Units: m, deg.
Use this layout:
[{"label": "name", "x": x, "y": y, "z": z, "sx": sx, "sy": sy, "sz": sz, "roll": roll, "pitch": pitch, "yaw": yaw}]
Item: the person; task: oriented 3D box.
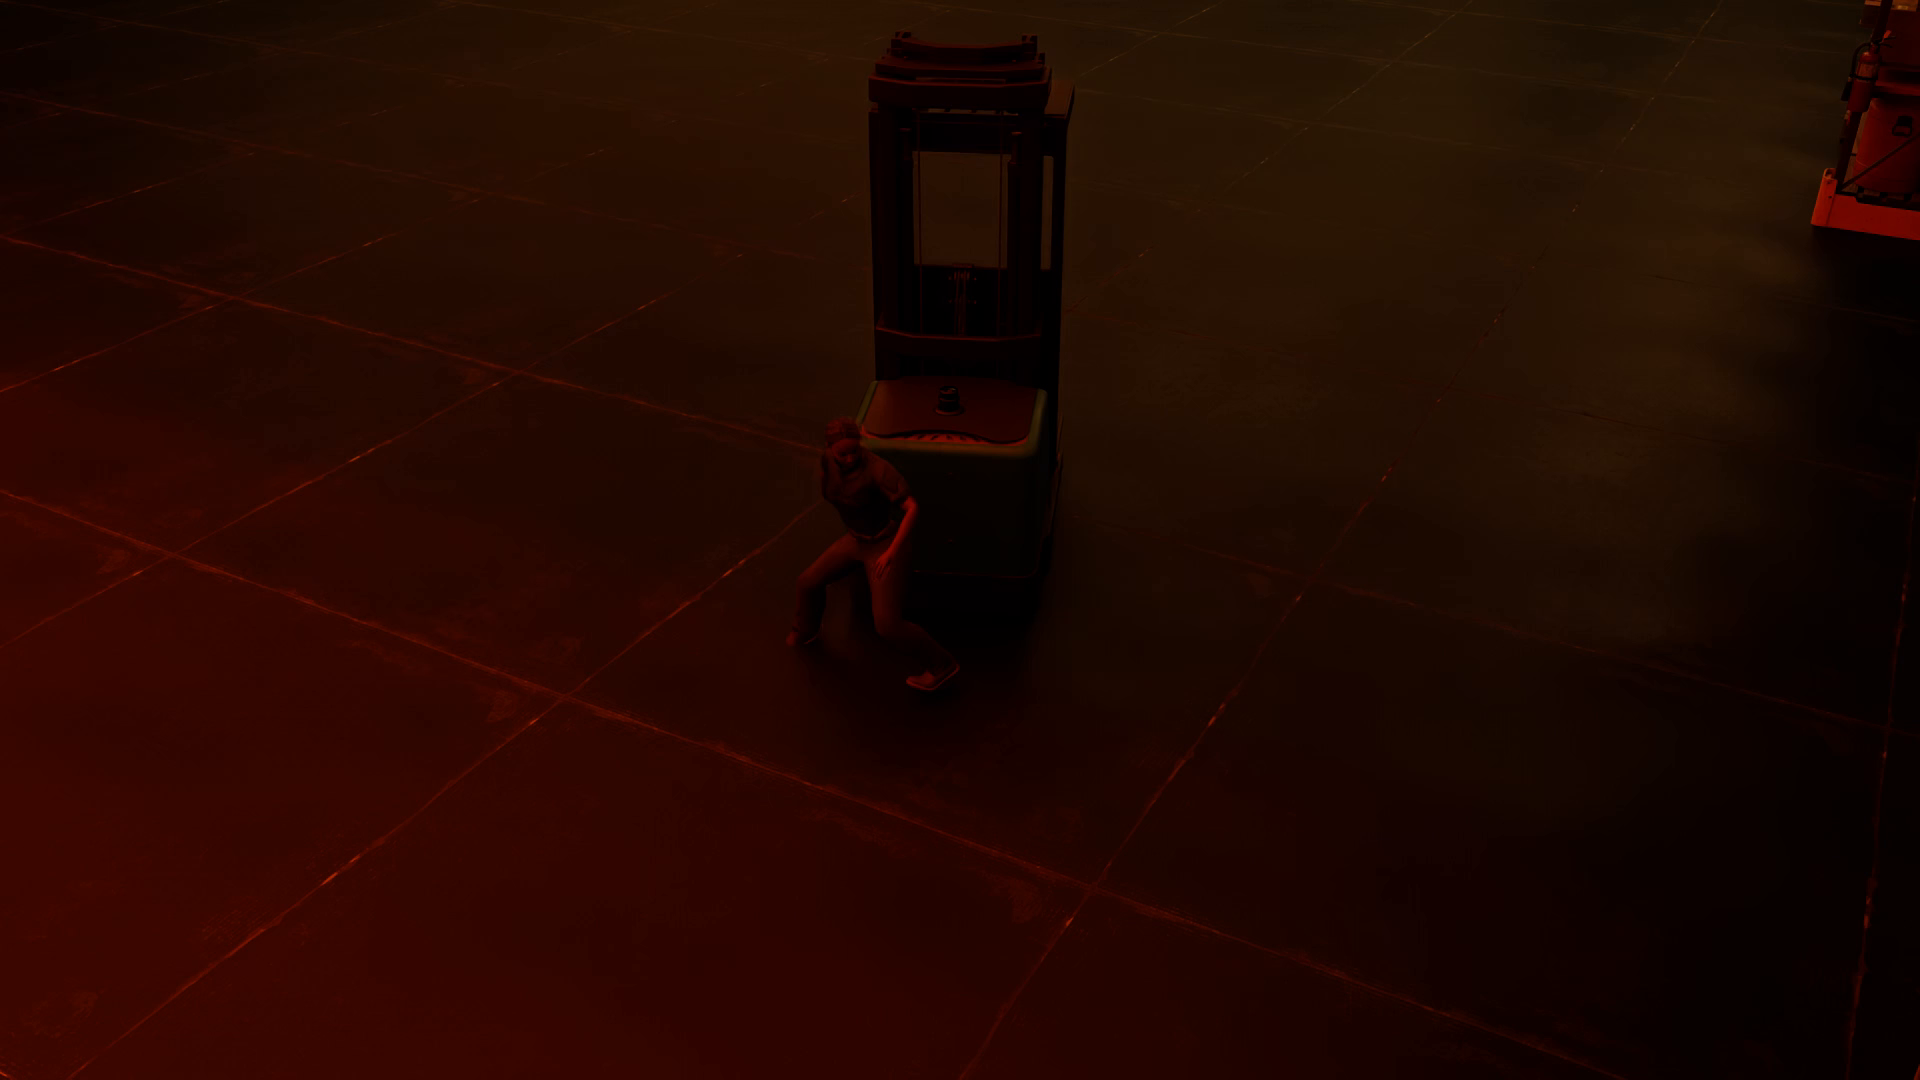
[{"label": "person", "x": -0.529, "y": 0.052, "z": 8.507, "sx": 0.521, "sy": 1.589, "sz": 1.070, "roll": -22, "pitch": 36, "yaw": -32}]

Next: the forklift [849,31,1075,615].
[{"label": "forklift", "x": 0.072, "y": -1.572, "z": 9.794, "sx": 1.130, "sy": 2.935, "sz": 3.031, "roll": 3, "pitch": 30, "yaw": 6}]
